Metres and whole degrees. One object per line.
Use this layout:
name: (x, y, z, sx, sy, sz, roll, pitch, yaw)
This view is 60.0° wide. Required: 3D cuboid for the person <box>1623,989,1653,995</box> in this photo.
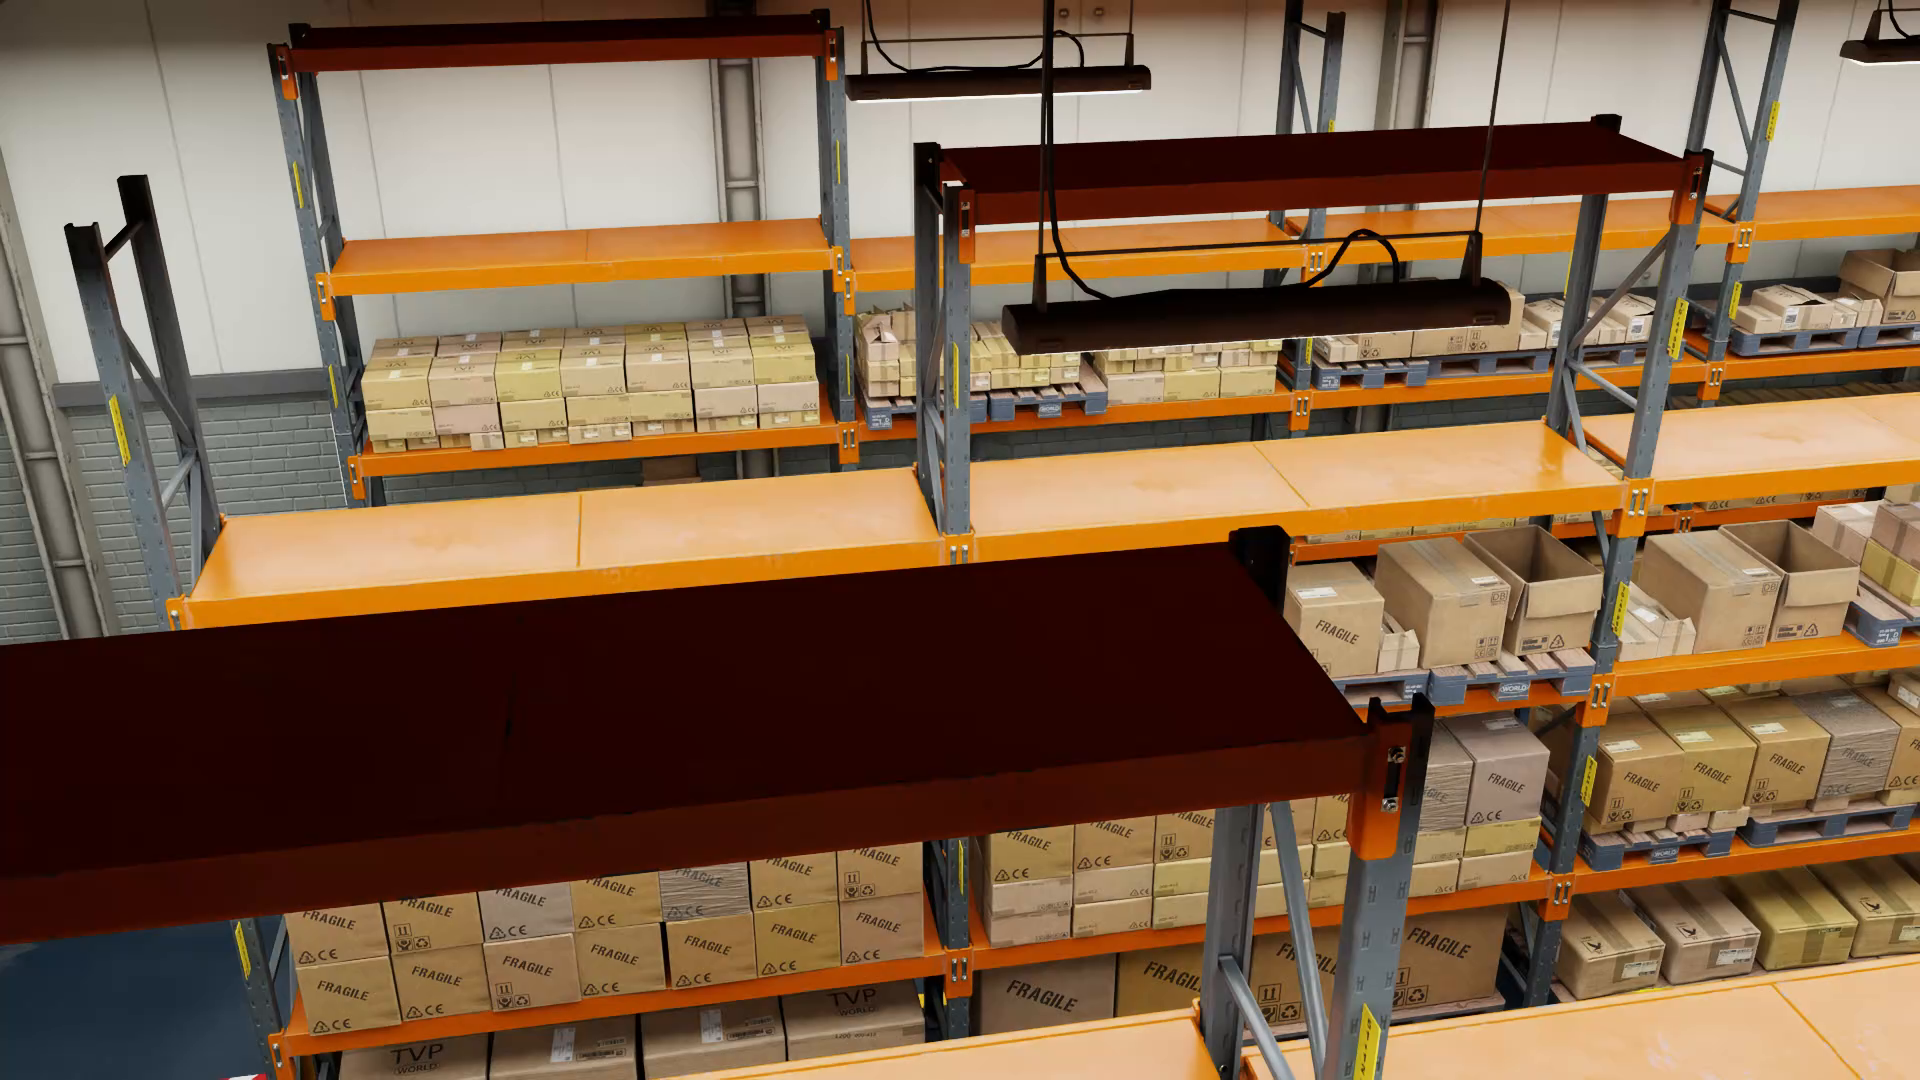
person: (3.781, 3.288, 9.457, 0.432, 1.774, 0.600, 10, 27, 19)
